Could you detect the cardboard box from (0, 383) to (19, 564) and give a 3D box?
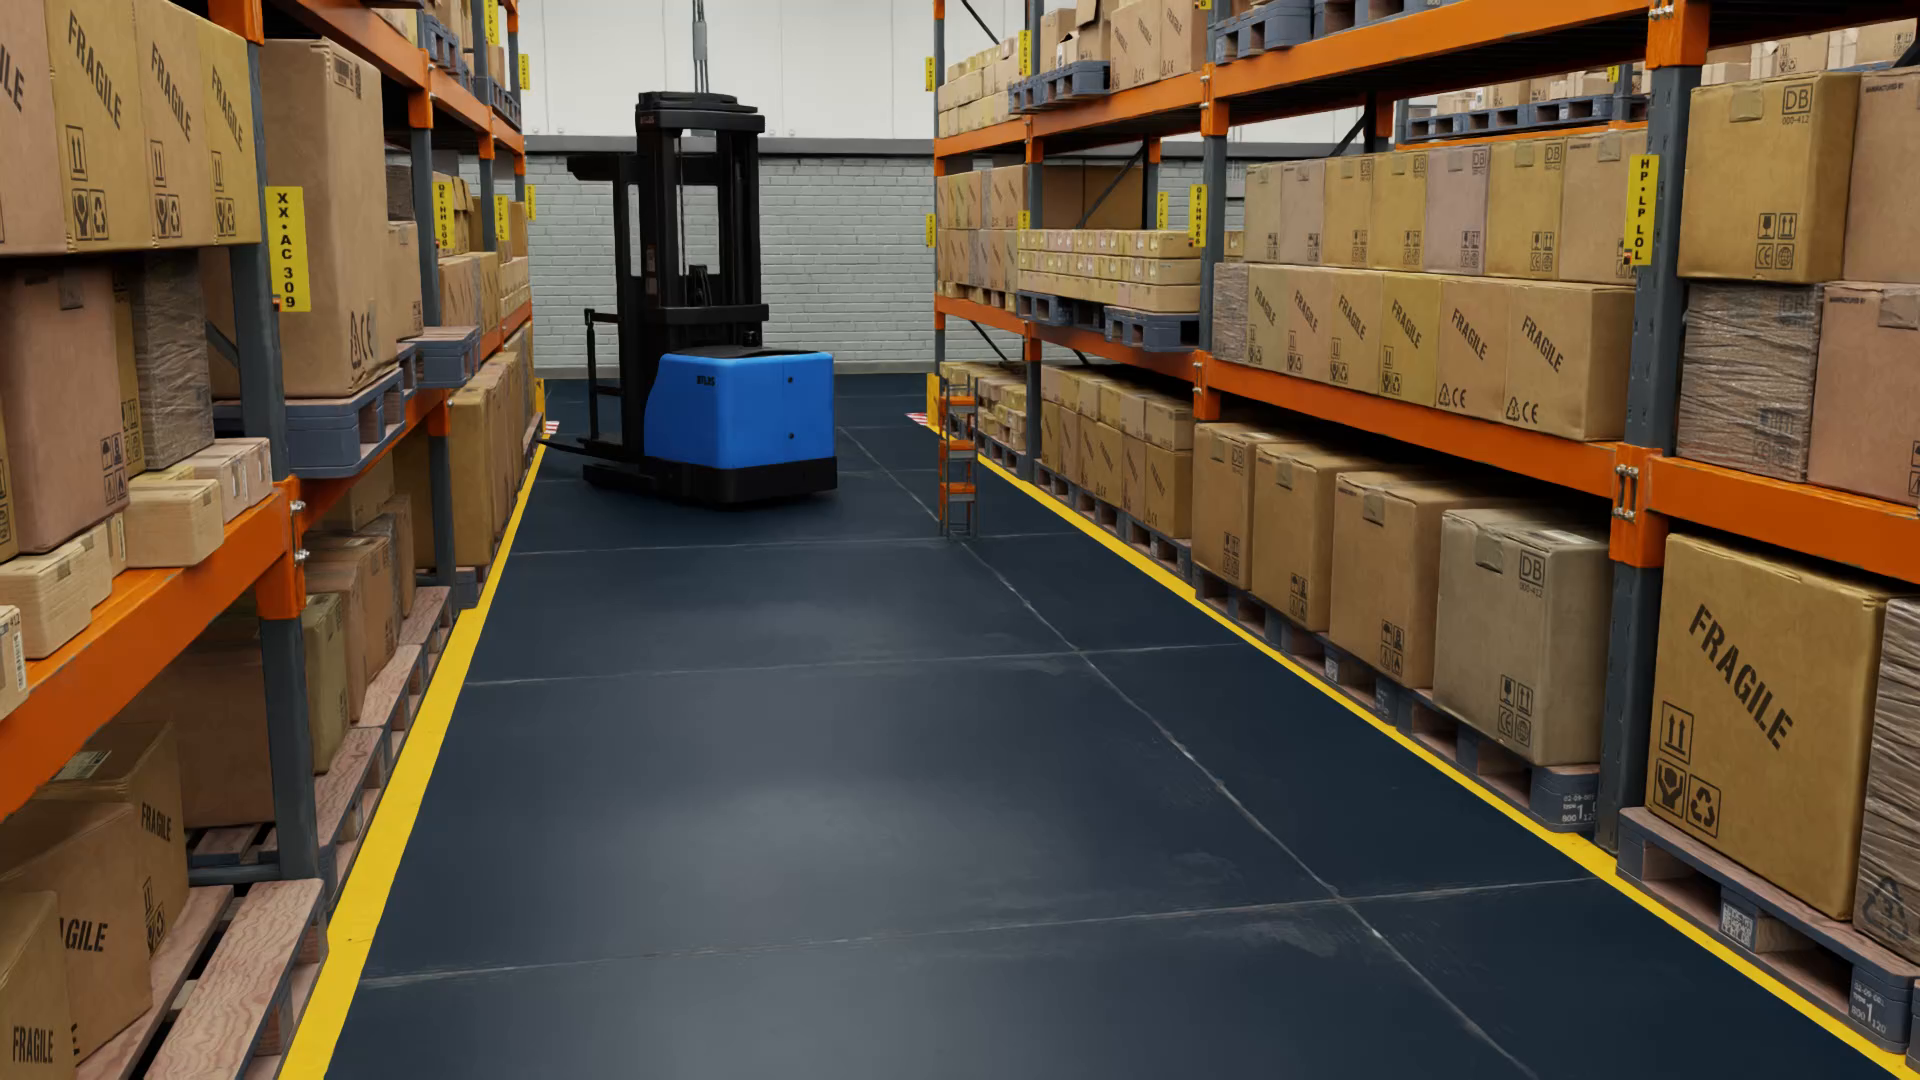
[{"bbox_3d":[-1.965,-0.157,2.434,0.875,0.500,0.500,-2,11,-11],"label":"cardboard box"}]

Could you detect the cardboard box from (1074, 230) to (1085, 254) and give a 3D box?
[{"bbox_3d":[0.955,-1.949,10.872,0.380,0.149,0.250,-2,11,-9],"label":"cardboard box"}]

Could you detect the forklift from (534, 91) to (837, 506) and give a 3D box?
[{"bbox_3d":[-2.285,-1.895,12.814,1.130,2.935,3.031,-10,15,-42],"label":"forklift"}]

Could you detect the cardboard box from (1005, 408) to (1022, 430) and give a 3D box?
[{"bbox_3d":[0.584,-0.997,13.617,0.380,0.149,0.250,-3,11,-14],"label":"cardboard box"}]

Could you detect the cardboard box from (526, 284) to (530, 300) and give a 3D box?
[{"bbox_3d":[-4.197,-2.297,15.413,0.380,0.149,0.250,-2,11,-10],"label":"cardboard box"}]

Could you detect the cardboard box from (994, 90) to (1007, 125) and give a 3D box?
[{"bbox_3d":[0.576,-3.521,13.554,0.500,0.250,0.500,-2,11,-11],"label":"cardboard box"}]

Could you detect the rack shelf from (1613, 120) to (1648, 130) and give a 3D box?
[{"bbox_3d":[6.246,-2.901,11.819,1.077,0.370,4.000,-2,11,-11],"label":"rack shelf"}]

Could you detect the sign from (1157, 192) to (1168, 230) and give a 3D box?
[{"bbox_3d":[1.565,-2.539,12.917,0.100,0.325,0.005,-2,11,-11],"label":"sign"}]

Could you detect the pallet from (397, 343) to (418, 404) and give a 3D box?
[{"bbox_3d":[-2.660,-0.598,6.330,1.003,0.211,1.213,-2,11,-11],"label":"pallet"}]

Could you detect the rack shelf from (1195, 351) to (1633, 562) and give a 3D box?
[{"bbox_3d":[2.189,-0.496,7.202,1.077,0.370,4.000,-2,11,-11],"label":"rack shelf"}]

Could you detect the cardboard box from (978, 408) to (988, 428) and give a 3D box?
[{"bbox_3d":[0.346,-1.098,14.944,0.380,0.149,0.250,-2,11,-11],"label":"cardboard box"}]

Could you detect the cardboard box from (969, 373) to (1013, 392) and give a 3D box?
[{"bbox_3d":[0.288,-1.432,15.108,0.380,0.149,0.250,-2,11,-10],"label":"cardboard box"}]

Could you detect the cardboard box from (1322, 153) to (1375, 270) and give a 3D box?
[{"bbox_3d":[2.079,-1.487,7.543,0.700,0.500,0.500,-2,11,-12],"label":"cardboard box"}]

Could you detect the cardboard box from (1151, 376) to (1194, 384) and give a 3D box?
[{"bbox_3d":[1.618,-0.978,11.366,0.500,0.250,0.500,-3,11,-14],"label":"cardboard box"}]

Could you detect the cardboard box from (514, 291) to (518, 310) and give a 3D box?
[{"bbox_3d":[-3.847,-1.968,13.687,0.380,0.149,0.250,-2,11,-10],"label":"cardboard box"}]

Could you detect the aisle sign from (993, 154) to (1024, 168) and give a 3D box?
[{"bbox_3d":[0.524,-3.984,16.655,0.394,0.787,0.004,-2,11,-11],"label":"aisle sign"}]

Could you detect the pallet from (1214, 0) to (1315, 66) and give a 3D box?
[{"bbox_3d":[1.977,-2.480,8.189,1.213,0.211,1.003,-2,11,-8],"label":"pallet"}]

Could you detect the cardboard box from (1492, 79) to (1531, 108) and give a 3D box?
[{"bbox_3d":[5.324,-4.284,15.504,0.500,0.500,0.500,-2,11,-10],"label":"cardboard box"}]

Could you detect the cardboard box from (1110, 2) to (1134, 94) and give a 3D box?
[{"bbox_3d":[1.236,-3.017,10.235,0.500,0.500,0.500,-2,11,-11],"label":"cardboard box"}]

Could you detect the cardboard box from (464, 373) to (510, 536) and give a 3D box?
[{"bbox_3d":[-3.365,-0.508,9.900,1.225,0.875,0.875,-2,11,-11],"label":"cardboard box"}]

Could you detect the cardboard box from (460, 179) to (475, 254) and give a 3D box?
[{"bbox_3d":[-3.731,-2.213,11.349,0.797,0.503,0.637,-2,11,-12],"label":"cardboard box"}]

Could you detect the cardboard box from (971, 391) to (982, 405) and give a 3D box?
[{"bbox_3d":[0.314,-1.339,15.417,0.380,0.149,0.250,-3,11,-14],"label":"cardboard box"}]

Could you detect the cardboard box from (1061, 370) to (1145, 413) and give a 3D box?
[{"bbox_3d":[1.012,-1.053,11.765,0.500,0.250,0.500,-2,11,-9],"label":"cardboard box"}]

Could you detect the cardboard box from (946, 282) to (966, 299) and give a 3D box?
[{"bbox_3d":[0.075,-2.392,15.912,0.380,0.149,0.250,-2,11,-13],"label":"cardboard box"}]

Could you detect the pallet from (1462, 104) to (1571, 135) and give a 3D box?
[{"bbox_3d":[5.475,-3.952,15.651,1.003,0.211,1.213,-2,11,-11],"label":"pallet"}]

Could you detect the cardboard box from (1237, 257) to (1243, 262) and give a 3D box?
[{"bbox_3d":[1.848,-1.590,9.783,0.380,0.149,0.250,-2,11,-8],"label":"cardboard box"}]

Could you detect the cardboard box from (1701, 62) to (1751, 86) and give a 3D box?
[{"bbox_3d":[5.760,-3.468,12.375,0.380,0.166,0.250,-3,11,-15],"label":"cardboard box"}]

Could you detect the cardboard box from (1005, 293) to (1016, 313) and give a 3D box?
[{"bbox_3d":[0.579,-1.913,13.397,0.380,0.149,0.250,-2,11,-13],"label":"cardboard box"}]

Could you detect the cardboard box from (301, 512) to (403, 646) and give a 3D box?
[{"bbox_3d":[-2.815,0.181,7.230,0.700,0.500,0.500,-3,11,-16],"label":"cardboard box"}]

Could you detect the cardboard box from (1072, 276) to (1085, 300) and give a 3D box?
[{"bbox_3d":[0.952,-1.658,10.932,0.380,0.149,0.250,-3,11,-14],"label":"cardboard box"}]

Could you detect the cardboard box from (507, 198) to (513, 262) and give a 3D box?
[{"bbox_3d":[-3.900,-2.511,13.469,0.500,0.500,0.500,-2,11,-13],"label":"cardboard box"}]

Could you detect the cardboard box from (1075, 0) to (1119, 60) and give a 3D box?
[{"bbox_3d":[1.193,-3.392,11.073,0.797,0.503,0.637,-2,11,-12],"label":"cardboard box"}]

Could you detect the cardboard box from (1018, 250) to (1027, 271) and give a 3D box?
[{"bbox_3d":[0.647,-2.089,12.405,0.380,0.149,0.250,-2,11,-10],"label":"cardboard box"}]

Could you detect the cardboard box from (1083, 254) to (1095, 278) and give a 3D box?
[{"bbox_3d":[1.004,-1.755,10.650,0.380,0.149,0.250,-2,11,-10],"label":"cardboard box"}]

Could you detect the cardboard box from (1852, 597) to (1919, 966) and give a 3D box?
[{"bbox_3d":[2.810,0.638,3.879,0.875,0.875,0.875,-2,11,-11],"label":"cardboard box"}]

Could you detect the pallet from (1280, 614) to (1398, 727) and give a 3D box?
[{"bbox_3d":[2.113,0.525,7.375,1.003,0.211,1.213,-2,11,-11],"label":"pallet"}]

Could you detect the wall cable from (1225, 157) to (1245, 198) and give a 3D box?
[{"bbox_3d":[3.960,-4.429,23.145,0.585,1.953,0.123,-2,11,-11],"label":"wall cable"}]

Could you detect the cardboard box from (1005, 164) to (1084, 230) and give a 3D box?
[{"bbox_3d":[0.665,-2.712,13.187,0.500,0.500,0.500,-3,11,-13],"label":"cardboard box"}]

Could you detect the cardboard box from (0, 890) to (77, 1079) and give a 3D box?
[{"bbox_3d":[-1.952,0.992,3.025,0.500,0.500,0.500,-3,11,-16],"label":"cardboard box"}]

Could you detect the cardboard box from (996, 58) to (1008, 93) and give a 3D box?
[{"bbox_3d":[0.593,-3.766,13.503,0.500,0.250,0.500,-3,11,-13],"label":"cardboard box"}]

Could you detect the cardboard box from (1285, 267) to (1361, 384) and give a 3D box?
[{"bbox_3d":[1.821,-0.987,7.593,0.500,0.500,0.500,-2,11,-11],"label":"cardboard box"}]

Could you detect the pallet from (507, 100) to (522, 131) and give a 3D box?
[{"bbox_3d":[-4.487,-3.815,14.935,1.003,0.211,1.213,-2,11,-11],"label":"pallet"}]

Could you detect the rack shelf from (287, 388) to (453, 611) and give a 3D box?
[{"bbox_3d":[-2.696,-0.334,6.351,1.077,0.370,4.000,-2,11,-11],"label":"rack shelf"}]

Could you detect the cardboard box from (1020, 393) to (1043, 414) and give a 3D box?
[{"bbox_3d":[0.697,-1.103,13.381,0.380,0.149,0.250,-2,11,-9],"label":"cardboard box"}]

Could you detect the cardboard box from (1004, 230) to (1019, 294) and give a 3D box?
[{"bbox_3d":[0.650,-2.223,13.291,0.500,0.500,0.500,-2,11,-11],"label":"cardboard box"}]

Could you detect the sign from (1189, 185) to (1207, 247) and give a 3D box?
[{"bbox_3d":[1.269,-1.724,8.848,0.100,0.325,0.005,-2,11,-11],"label":"sign"}]

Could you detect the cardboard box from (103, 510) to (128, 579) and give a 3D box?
[{"bbox_3d":[-1.871,0.019,3.249,0.380,0.149,0.250,-2,11,-11],"label":"cardboard box"}]

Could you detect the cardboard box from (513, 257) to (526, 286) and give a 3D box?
[{"bbox_3d":[-4.189,-2.421,15.001,0.500,0.250,0.500,-2,11,-12],"label":"cardboard box"}]

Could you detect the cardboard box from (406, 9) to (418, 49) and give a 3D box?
[{"bbox_3d":[-2.752,-2.376,7.534,0.500,0.250,0.500,-2,11,-11],"label":"cardboard box"}]

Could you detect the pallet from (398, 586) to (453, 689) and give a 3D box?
[{"bbox_3d":[-2.935,0.459,7.719,1.003,0.211,1.213,-2,11,-11],"label":"pallet"}]

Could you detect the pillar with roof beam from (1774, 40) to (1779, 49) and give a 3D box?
[{"bbox_3d":[6.085,-6.381,20.152,9.100,9.000,0.400,-2,11,-11],"label":"pillar with roof beam"}]

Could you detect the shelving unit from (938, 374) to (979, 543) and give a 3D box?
[{"bbox_3d":[-0.010,-0.526,10.650,0.215,1.050,0.252,-2,11,-11],"label":"shelving unit"}]

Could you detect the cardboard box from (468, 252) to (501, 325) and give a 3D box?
[{"bbox_3d":[-3.504,-1.761,11.658,0.500,0.500,0.500,-2,11,-11],"label":"cardboard box"}]

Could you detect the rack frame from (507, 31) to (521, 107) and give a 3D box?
[{"bbox_3d":[-4.641,-5.468,15.359,1.000,3.000,0.127,-2,11,-11],"label":"rack frame"}]

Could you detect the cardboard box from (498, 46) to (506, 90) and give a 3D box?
[{"bbox_3d":[-4.488,-4.206,15.091,0.700,0.500,0.500,-3,11,-14],"label":"cardboard box"}]

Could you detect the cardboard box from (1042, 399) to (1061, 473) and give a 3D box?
[{"bbox_3d":[0.905,-0.783,12.348,0.500,0.500,0.500,-2,11,-9],"label":"cardboard box"}]

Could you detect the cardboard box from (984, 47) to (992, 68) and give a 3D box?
[{"bbox_3d":[0.416,-4.074,14.056,0.380,0.149,0.250,-2,11,-11],"label":"cardboard box"}]

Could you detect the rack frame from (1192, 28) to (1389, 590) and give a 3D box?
[{"bbox_3d":[1.800,-1.216,9.062,1.000,3.000,0.127,-2,11,-11],"label":"rack frame"}]
